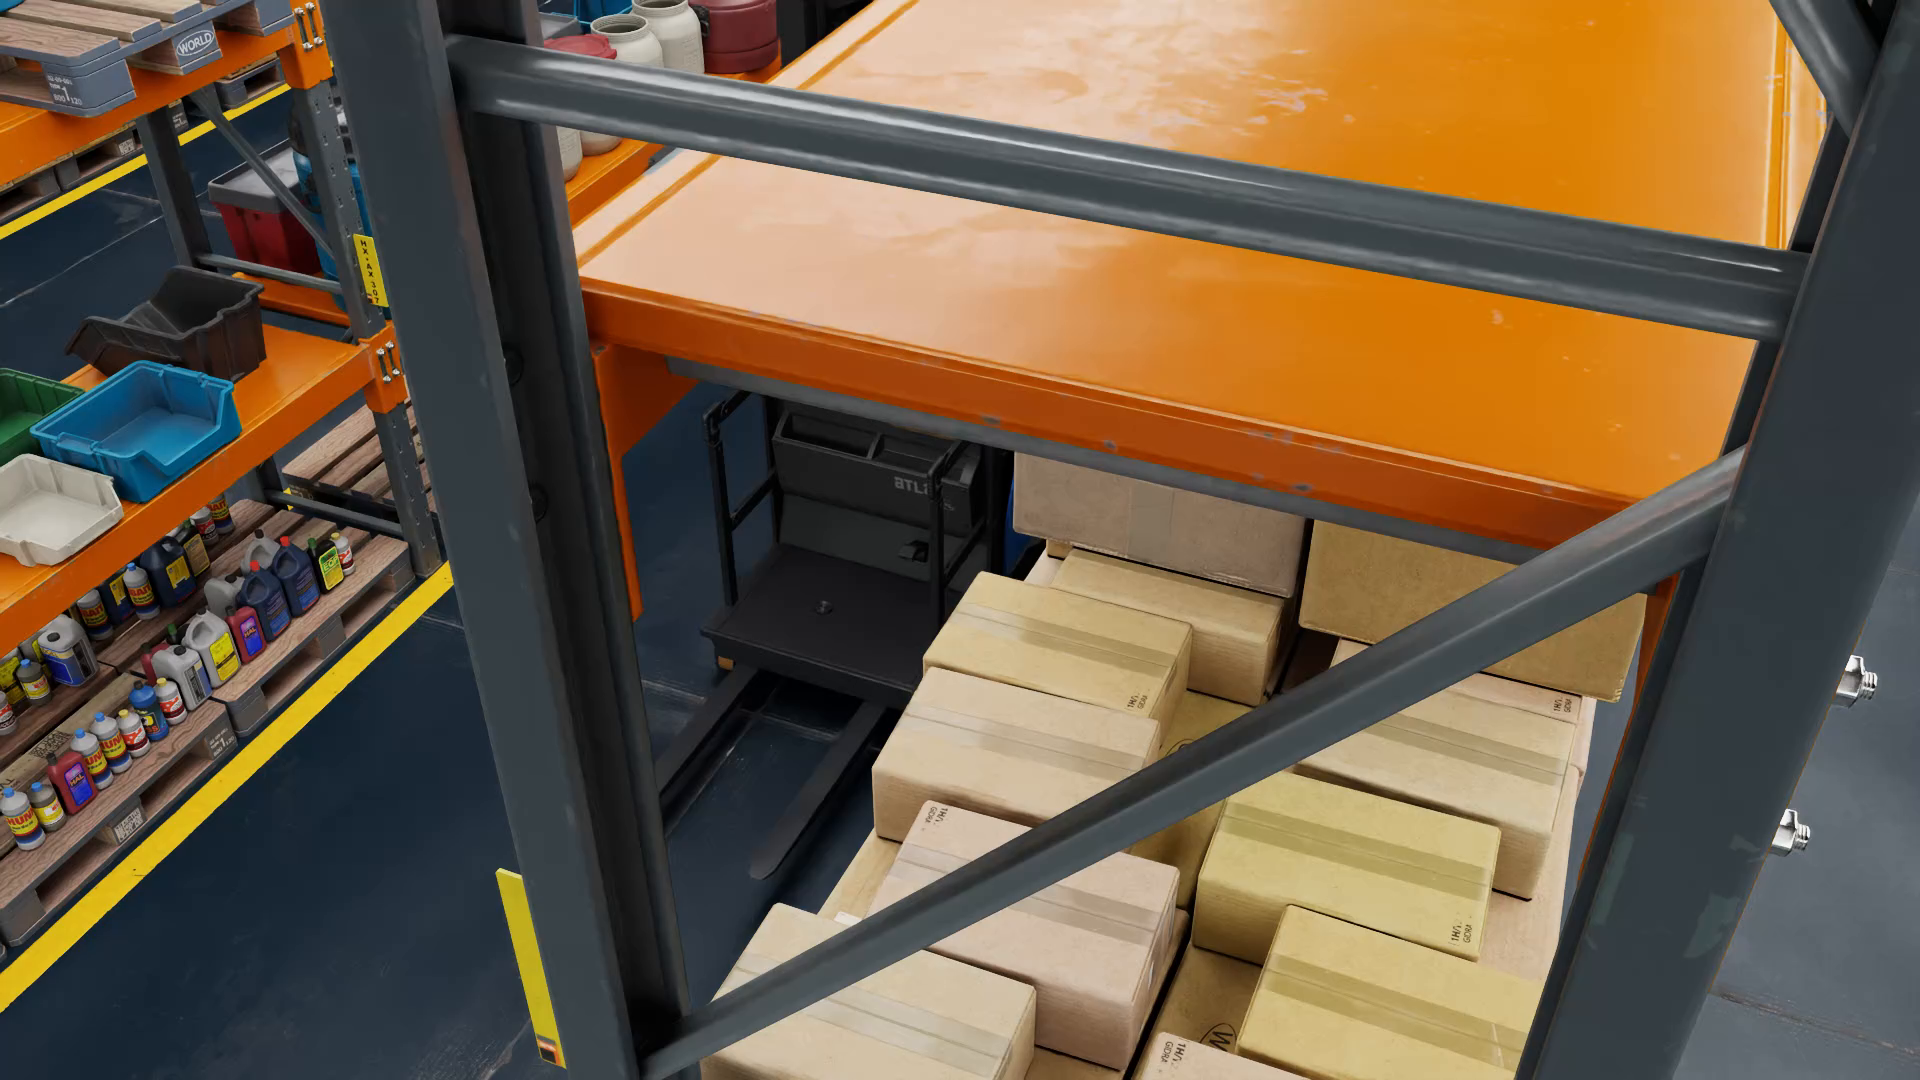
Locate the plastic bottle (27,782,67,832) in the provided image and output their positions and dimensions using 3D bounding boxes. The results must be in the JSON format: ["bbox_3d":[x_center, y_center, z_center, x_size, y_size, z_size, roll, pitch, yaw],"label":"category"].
[{"bbox_3d":[-3.502,1.010,6.363,0.097,0.201,0.097,0,37,0],"label":"plastic bottle"}]

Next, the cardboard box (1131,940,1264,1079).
[{"bbox_3d":[0.483,0.835,2.248,0.500,0.250,0.500,15,39,19],"label":"cardboard box"}]

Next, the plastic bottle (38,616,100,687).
[{"bbox_3d":[-3.776,0.468,7.026,0.152,0.276,0.135,14,39,18],"label":"plastic bottle"}]

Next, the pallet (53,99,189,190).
[{"bbox_3d":[-6.404,-2.940,12.008,1.003,0.211,1.213,14,39,18],"label":"pallet"}]

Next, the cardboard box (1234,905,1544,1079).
[{"bbox_3d":[0.567,0.661,2.146,0.380,0.149,0.250,15,39,19],"label":"cardboard box"}]

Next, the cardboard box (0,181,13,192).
[{"bbox_3d":[-6.610,-2.375,10.868,0.500,0.250,0.500,15,39,19],"label":"cardboard box"}]

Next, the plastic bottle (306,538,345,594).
[{"bbox_3d":[-2.876,0.094,7.520,0.061,0.283,0.133,16,40,20],"label":"plastic bottle"}]

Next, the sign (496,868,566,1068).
[{"bbox_3d":[-0.445,0.490,1.844,0.100,0.325,0.005,14,39,18],"label":"sign"}]

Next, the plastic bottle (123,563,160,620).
[{"bbox_3d":[-3.632,0.218,7.365,0.097,0.271,0.097,0,37,0],"label":"plastic bottle"}]

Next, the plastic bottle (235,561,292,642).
[{"bbox_3d":[-3.049,0.254,7.250,0.144,0.351,0.185,12,38,15],"label":"plastic bottle"}]

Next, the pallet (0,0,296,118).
[{"bbox_3d":[-3.182,-1.863,5.890,1.213,0.211,1.003,14,39,18],"label":"pallet"}]

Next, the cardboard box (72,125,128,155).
[{"bbox_3d":[-6.223,-2.938,11.621,0.500,0.250,0.500,13,39,17],"label":"cardboard box"}]

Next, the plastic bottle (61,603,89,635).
[{"bbox_3d":[-3.862,0.291,7.256,0.061,0.283,0.133,16,40,20],"label":"plastic bottle"}]

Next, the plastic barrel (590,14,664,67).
[{"bbox_3d":[-1.830,-2.567,9.086,0.421,0.512,0.421,0,37,0],"label":"plastic barrel"}]

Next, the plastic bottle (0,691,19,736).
[{"bbox_3d":[-3.930,0.691,6.789,0.097,0.201,0.097,0,37,0],"label":"plastic bottle"}]

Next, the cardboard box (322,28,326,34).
[{"bbox_3d":[-5.228,-4.434,13.397,0.500,0.500,0.500,13,39,17],"label":"cardboard box"}]

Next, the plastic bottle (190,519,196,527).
[{"bbox_3d":[-3.602,-0.025,7.748,0.097,0.201,0.097,0,37,0],"label":"plastic bottle"}]

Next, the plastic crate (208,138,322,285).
[{"bbox_3d":[-3.096,-1.523,7.728,0.402,0.464,0.583,14,39,18],"label":"plastic crate"}]

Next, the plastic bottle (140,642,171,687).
[{"bbox_3d":[-3.336,0.525,6.943,0.061,0.283,0.133,14,39,18],"label":"plastic bottle"}]

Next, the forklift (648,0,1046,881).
[{"bbox_3d":[-0.441,-0.640,6.658,1.130,2.935,3.031,15,39,19],"label":"forklift"}]

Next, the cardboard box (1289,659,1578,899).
[{"bbox_3d":[0.719,0.359,2.551,0.380,0.149,0.250,15,39,20],"label":"cardboard box"}]

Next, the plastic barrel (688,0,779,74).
[{"bbox_3d":[-1.372,-3.102,9.781,0.600,0.536,0.708,14,39,18],"label":"plastic barrel"}]

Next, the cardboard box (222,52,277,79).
[{"bbox_3d":[-5.618,-3.866,12.637,0.500,0.500,0.500,15,39,20],"label":"cardboard box"}]

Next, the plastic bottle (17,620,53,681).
[{"bbox_3d":[-3.922,0.418,7.031,0.144,0.351,0.185,14,39,17],"label":"plastic bottle"}]

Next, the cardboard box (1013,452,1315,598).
[{"bbox_3d":[0.416,-0.293,2.881,0.500,0.500,0.500,14,39,18],"label":"cardboard box"}]

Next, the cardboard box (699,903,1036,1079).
[{"bbox_3d":[-0.122,0.658,2.151,0.380,0.149,0.250,14,39,18],"label":"cardboard box"}]

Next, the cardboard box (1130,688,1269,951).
[{"bbox_3d":[0.197,0.440,2.775,0.500,0.250,0.500,14,39,18],"label":"cardboard box"}]

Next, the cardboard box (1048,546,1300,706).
[{"bbox_3d":[0.371,0.111,2.883,0.380,0.149,0.250,14,39,18],"label":"cardboard box"}]

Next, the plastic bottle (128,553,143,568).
[{"bbox_3d":[-3.689,0.078,7.485,0.144,0.351,0.185,15,39,19],"label":"plastic bottle"}]

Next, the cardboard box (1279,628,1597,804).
[{"bbox_3d":[0.866,0.274,2.998,0.500,0.250,0.500,14,39,18],"label":"cardboard box"}]

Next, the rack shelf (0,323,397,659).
[{"bbox_3d":[-3.759,0.236,6.029,1.077,0.370,4.000,14,39,18],"label":"rack shelf"}]

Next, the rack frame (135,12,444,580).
[{"bbox_3d":[-2.998,-1.159,7.295,1.000,3.000,0.127,14,39,18],"label":"rack frame"}]

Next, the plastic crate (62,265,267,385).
[{"bbox_3d":[-3.315,-0.873,6.965,0.767,0.338,0.504,14,39,18],"label":"plastic crate"}]

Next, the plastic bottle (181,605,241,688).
[{"bbox_3d":[-3.172,0.433,7.010,0.144,0.351,0.185,14,39,17],"label":"plastic bottle"}]

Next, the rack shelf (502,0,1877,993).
[{"bbox_3d":[0.822,-1.037,2.725,1.077,0.370,4.000,14,39,18],"label":"rack shelf"}]

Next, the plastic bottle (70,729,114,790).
[{"bbox_3d":[-3.411,0.850,6.519,0.097,0.271,0.097,0,37,0],"label":"plastic bottle"}]

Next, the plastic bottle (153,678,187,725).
[{"bbox_3d":[-3.257,0.653,6.840,0.097,0.201,0.097,0,37,0],"label":"plastic bottle"}]

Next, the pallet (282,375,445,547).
[{"bbox_3d":[-2.735,-0.486,8.724,1.003,0.211,1.213,14,39,18],"label":"pallet"}]

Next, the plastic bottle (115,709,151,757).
[{"bbox_3d":[-3.335,0.767,6.688,0.097,0.201,0.097,0,37,0],"label":"plastic bottle"}]

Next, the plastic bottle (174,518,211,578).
[{"bbox_3d":[-3.523,0.038,7.595,0.061,0.283,0.133,14,39,18],"label":"plastic bottle"}]

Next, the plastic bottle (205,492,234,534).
[{"bbox_3d":[-3.524,-0.166,7.878,0.097,0.271,0.097,0,37,0],"label":"plastic bottle"}]

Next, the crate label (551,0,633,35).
[{"bbox_3d":[-2.104,-2.899,9.594,0.502,0.435,0.616,14,39,18],"label":"crate label"}]

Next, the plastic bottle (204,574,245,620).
[{"bbox_3d":[-3.196,0.264,7.299,0.152,0.276,0.135,14,39,18],"label":"plastic bottle"}]

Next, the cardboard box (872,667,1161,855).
[{"bbox_3d":[0.088,0.364,2.544,0.380,0.149,0.250,12,38,16],"label":"cardboard box"}]

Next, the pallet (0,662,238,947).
[{"bbox_3d":[-3.755,0.998,6.739,1.003,0.211,1.213,14,39,18],"label":"pallet"}]

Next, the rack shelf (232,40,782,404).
[{"bbox_3d":[-2.237,-1.978,8.992,1.077,0.370,4.000,14,39,18],"label":"rack shelf"}]

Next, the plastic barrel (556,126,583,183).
[{"bbox_3d":[-2.152,-2.100,8.440,0.433,0.535,0.433,0,37,0],"label":"plastic barrel"}]

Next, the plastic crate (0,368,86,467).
[{"bbox_3d":[-3.775,-0.387,6.439,0.450,0.188,0.662,14,39,18],"label":"plastic crate"}]
